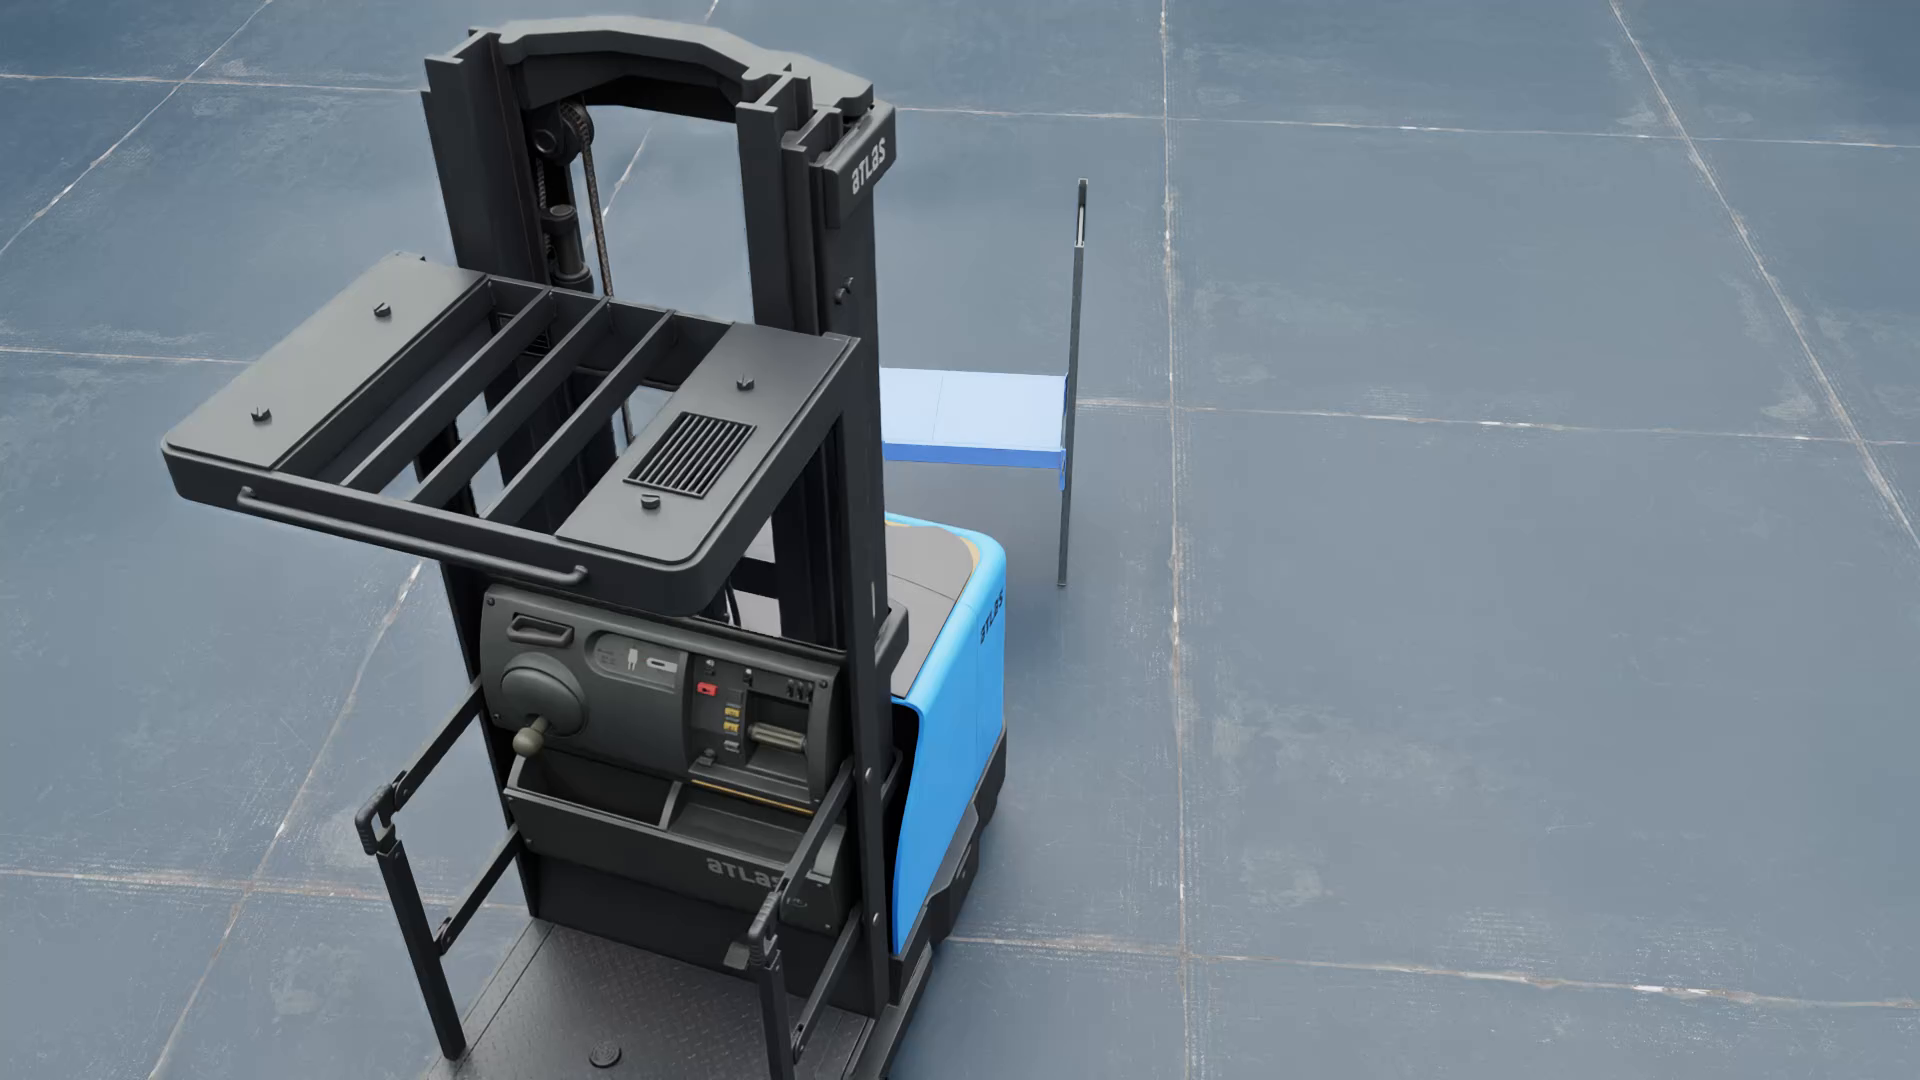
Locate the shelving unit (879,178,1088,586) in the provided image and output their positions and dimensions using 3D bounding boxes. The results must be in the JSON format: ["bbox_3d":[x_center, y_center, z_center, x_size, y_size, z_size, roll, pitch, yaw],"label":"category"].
[{"bbox_3d":[-0.085,-0.586,6.282,1.048,1.500,0.538,3,39,4],"label":"shelving unit"}]

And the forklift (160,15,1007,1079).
[{"bbox_3d":[-0.808,0.466,3.856,1.130,2.935,3.031,12,41,15],"label":"forklift"}]

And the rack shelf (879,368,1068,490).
[{"bbox_3d":[-0.085,-0.447,6.396,1.000,0.185,0.538,3,39,4],"label":"rack shelf"}]

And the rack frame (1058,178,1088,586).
[{"bbox_3d":[0.421,-0.559,6.248,0.032,1.500,0.500,3,39,4],"label":"rack frame"}]
